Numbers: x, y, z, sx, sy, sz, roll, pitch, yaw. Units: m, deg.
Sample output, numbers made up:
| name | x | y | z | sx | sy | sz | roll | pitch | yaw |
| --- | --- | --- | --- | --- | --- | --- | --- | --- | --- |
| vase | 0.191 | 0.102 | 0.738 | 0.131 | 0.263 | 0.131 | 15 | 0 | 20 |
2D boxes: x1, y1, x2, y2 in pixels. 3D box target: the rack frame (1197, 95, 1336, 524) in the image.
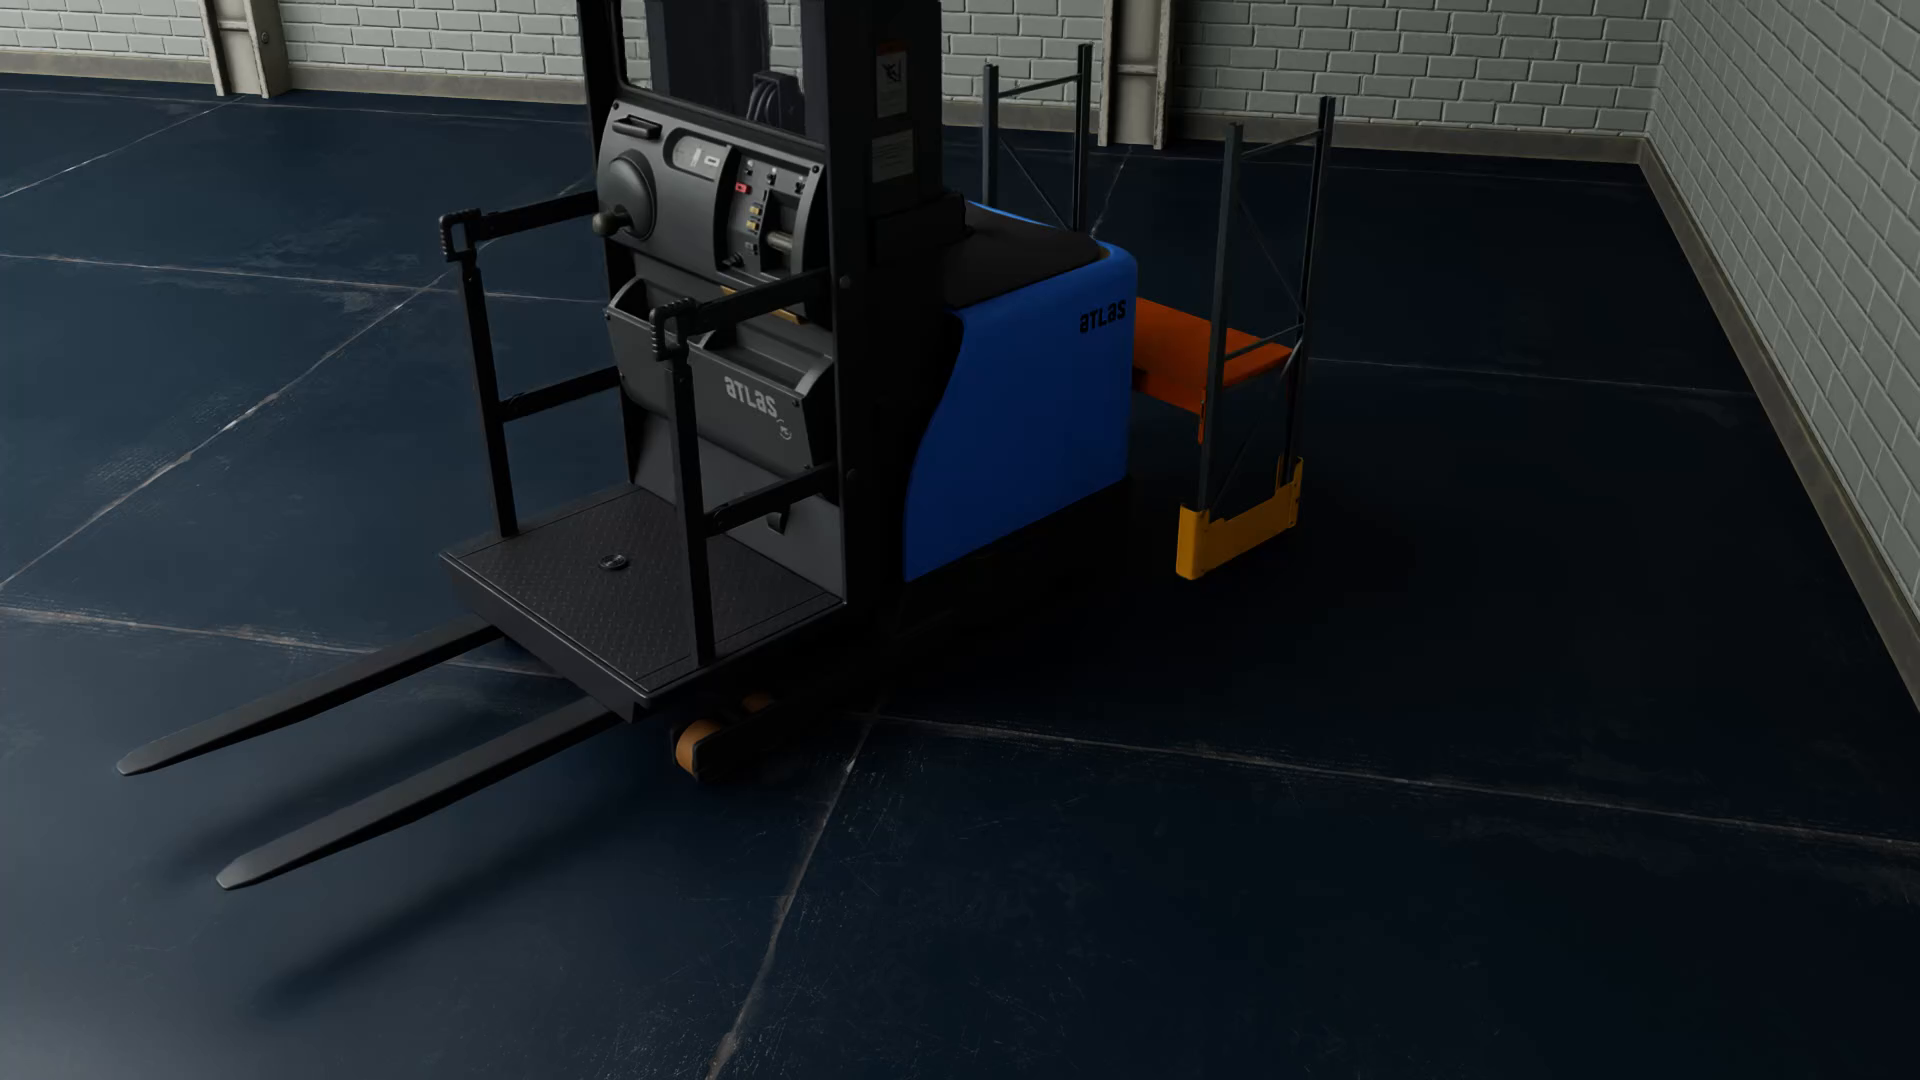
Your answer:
| name | x | y | z | sx | sy | sz | roll | pitch | yaw |
| --- | --- | --- | --- | --- | --- | --- | --- | --- | --- |
| rack frame | 0.966 | -0.627 | 5.334 | 0.500 | 1.500 | 0.032 | -24 | 37 | -37 |

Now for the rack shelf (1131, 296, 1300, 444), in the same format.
| name | x | y | z | sx | sy | sz | roll | pitch | yaw |
| --- | --- | --- | --- | --- | --- | --- | --- | --- | --- |
| rack shelf | 0.617 | -0.647 | 5.744 | 0.538 | 0.185 | 1.000 | -24 | 37 | -37 |

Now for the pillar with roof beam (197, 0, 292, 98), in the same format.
| name | x | y | z | sx | sy | sz | roll | pitch | yaw |
| --- | --- | --- | --- | --- | --- | --- | --- | --- | --- |
| pillar with roof beam | -5.700 | -4.984 | 5.483 | 0.400 | 9.000 | 9.100 | 6 | 29 | 11 |

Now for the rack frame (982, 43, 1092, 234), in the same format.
| name | x | y | z | sx | sy | sz | roll | pitch | yaw |
| --- | --- | --- | --- | --- | --- | --- | --- | --- | --- |
| rack frame | 0.268 | -0.982 | 5.982 | 0.500 | 1.500 | 0.032 | -24 | 37 | -37 |

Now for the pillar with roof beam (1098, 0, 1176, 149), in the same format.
| name | x | y | z | sx | sy | sz | roll | pitch | yaw |
| --- | --- | --- | --- | --- | --- | --- | --- | --- | --- |
| pillar with roof beam | 0.168 | -4.383 | 4.384 | 0.400 | 9.000 | 9.100 | 6 | 29 | 11 |

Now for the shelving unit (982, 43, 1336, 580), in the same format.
| name | x | y | z | sx | sy | sz | roll | pitch | yaw |
| --- | --- | --- | --- | --- | --- | --- | --- | --- | --- |
| shelving unit | 0.610 | -0.808 | 5.663 | 0.587 | 1.500 | 1.083 | -24 | 37 | -37 |

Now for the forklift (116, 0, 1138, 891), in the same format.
| name | x | y | z | sx | sy | sz | roll | pitch | yaw |
| --- | --- | --- | --- | --- | --- | --- | --- | --- | --- |
| forklift | -0.838 | -0.909 | 4.359 | 3.031 | 2.935 | 1.130 | -25 | 37 | -38 |

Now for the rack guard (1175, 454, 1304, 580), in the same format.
| name | x | y | z | sx | sy | sz | roll | pitch | yaw |
| --- | --- | --- | --- | --- | --- | --- | --- | --- | --- |
| rack guard | 0.953 | -0.086 | 5.646 | 0.587 | 0.250 | 0.087 | -24 | 37 | -37 |
